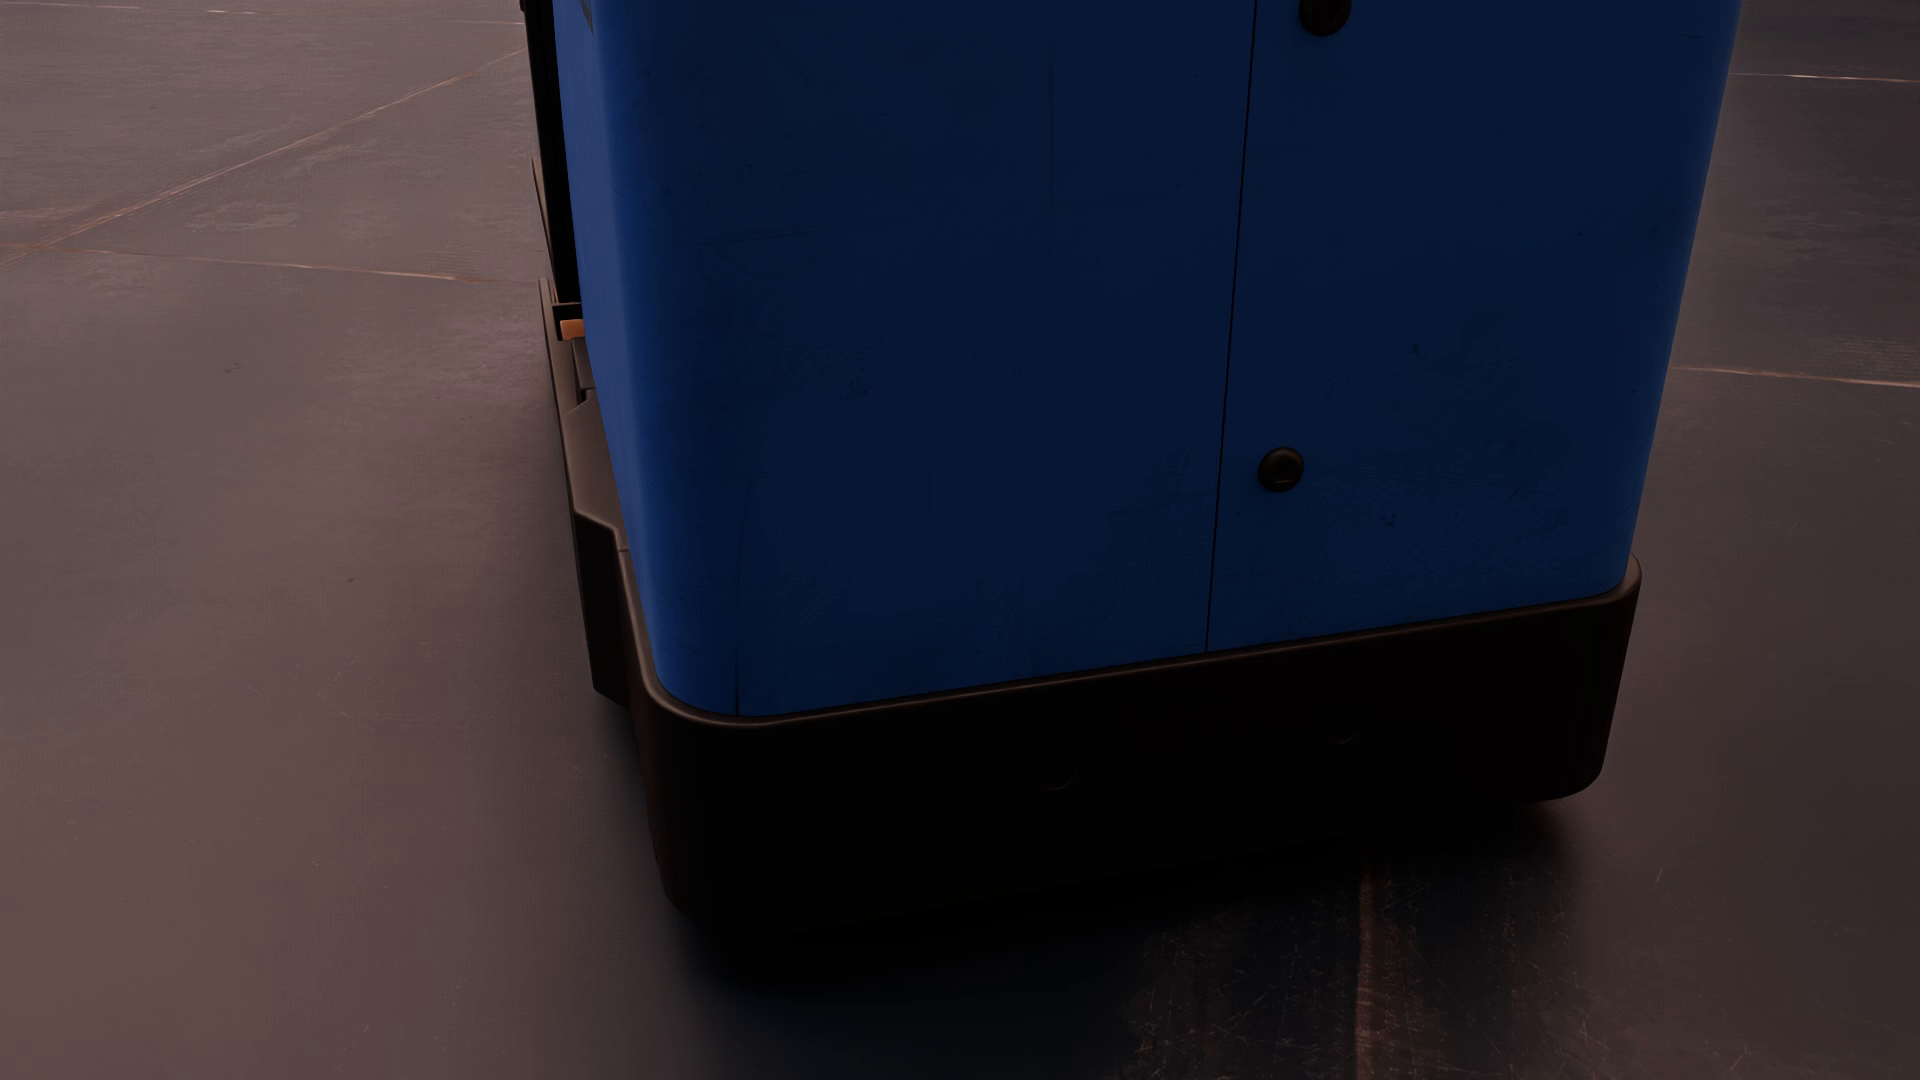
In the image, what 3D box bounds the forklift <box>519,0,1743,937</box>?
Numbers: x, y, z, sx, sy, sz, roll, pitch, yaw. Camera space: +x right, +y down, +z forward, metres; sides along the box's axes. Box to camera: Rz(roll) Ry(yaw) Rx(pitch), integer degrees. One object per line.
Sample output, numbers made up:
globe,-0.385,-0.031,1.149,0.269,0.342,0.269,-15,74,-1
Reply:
forklift,-0.161,-1.574,2.366,1.130,2.935,3.031,-7,28,-14
